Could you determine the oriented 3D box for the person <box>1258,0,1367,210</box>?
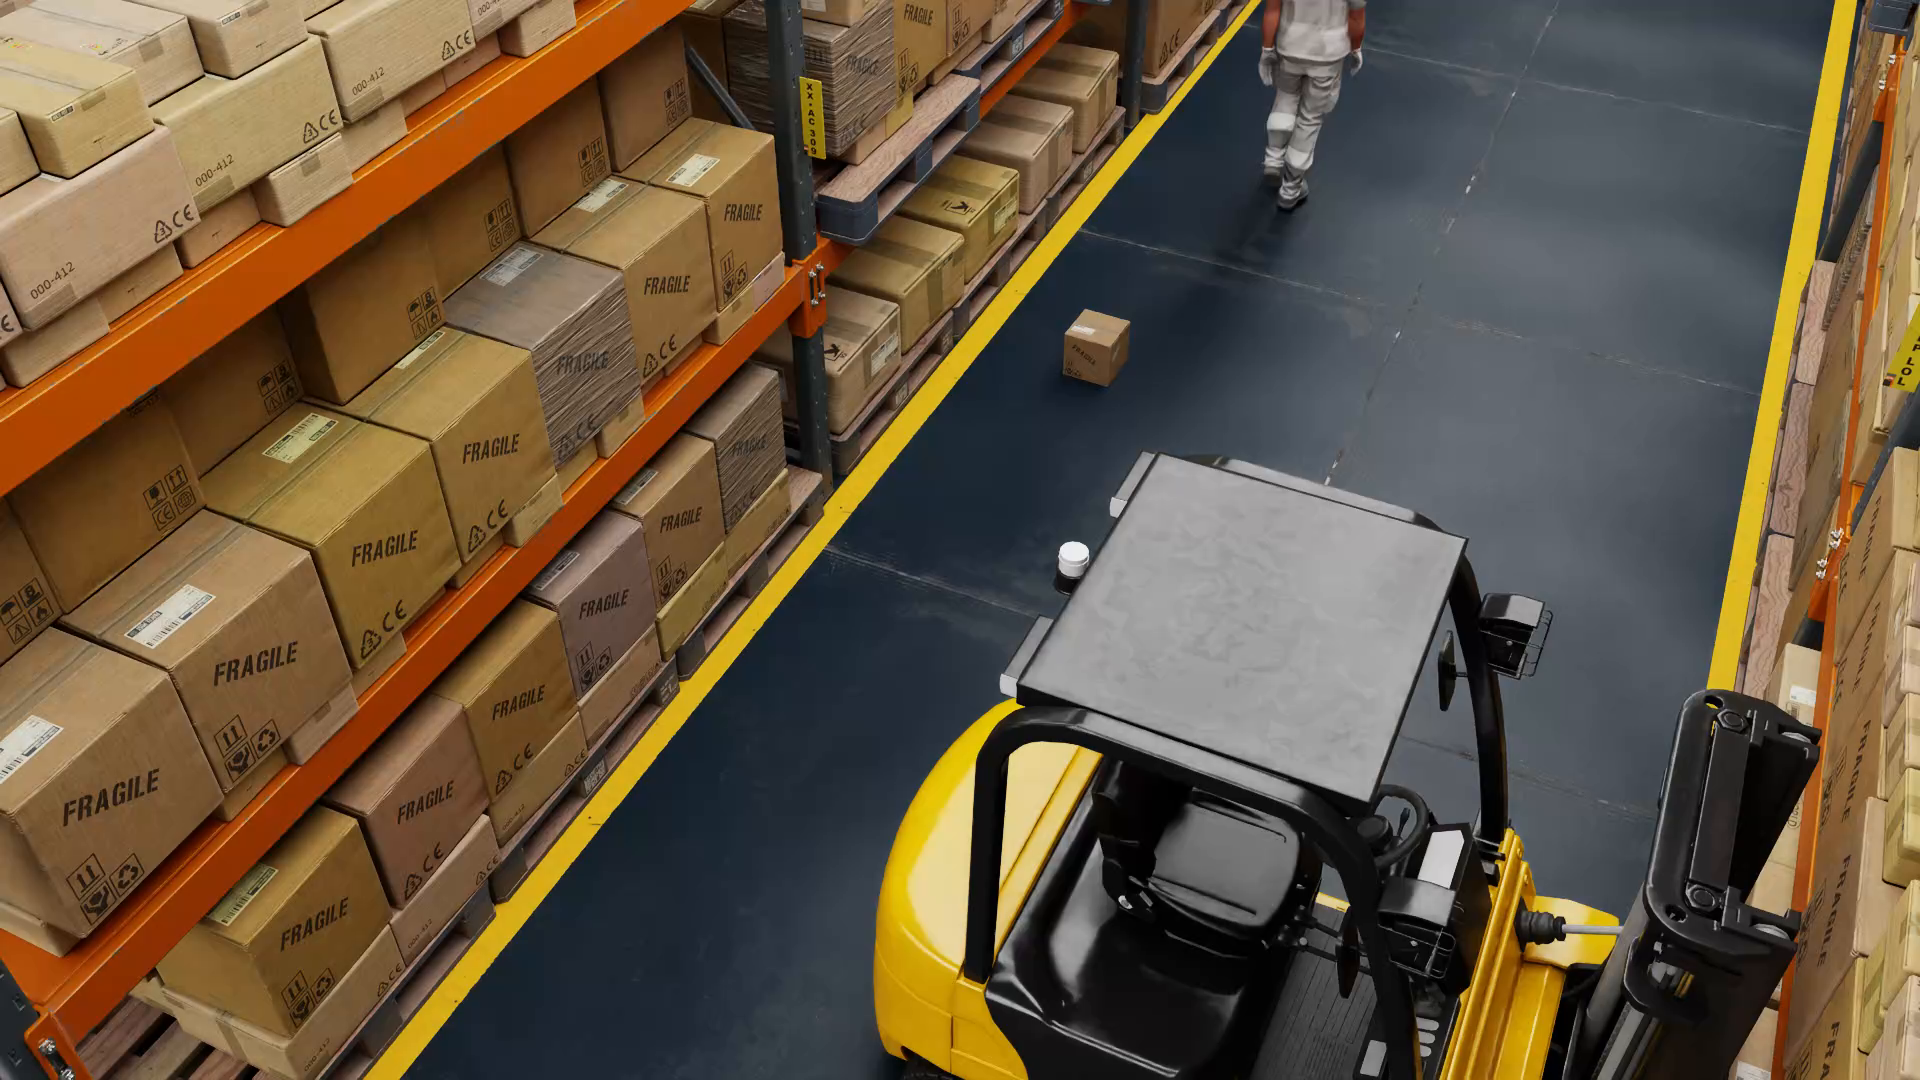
[{"bbox_3d":[1.947,-2.695,9.157,0.523,1.800,0.470,19,45,20],"label":"person"}]
